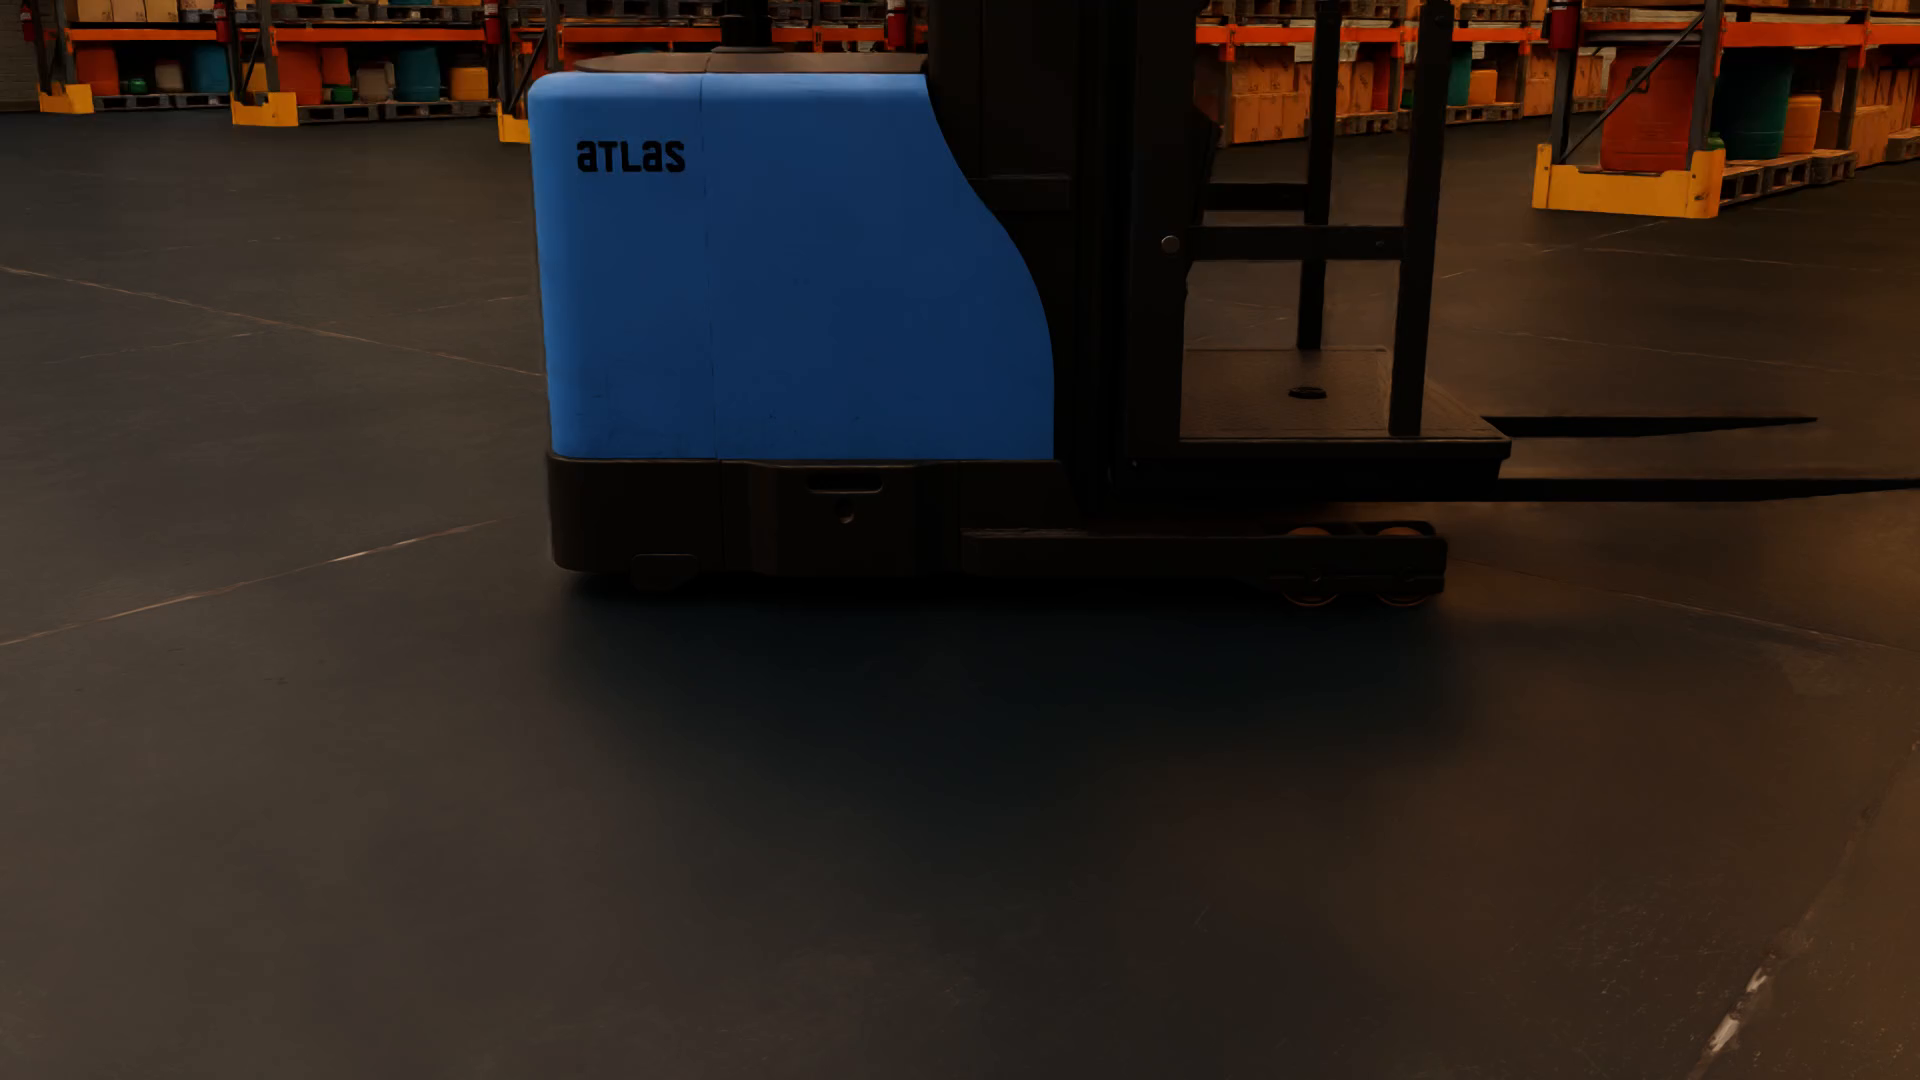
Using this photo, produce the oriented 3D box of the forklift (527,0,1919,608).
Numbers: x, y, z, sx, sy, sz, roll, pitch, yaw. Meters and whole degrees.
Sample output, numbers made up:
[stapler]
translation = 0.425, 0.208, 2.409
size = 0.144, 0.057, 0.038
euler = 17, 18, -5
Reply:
[forklift]
translation = 0.646, -1.417, 3.563
size = 3.031, 2.935, 1.130
euler = 0, 17, 0
